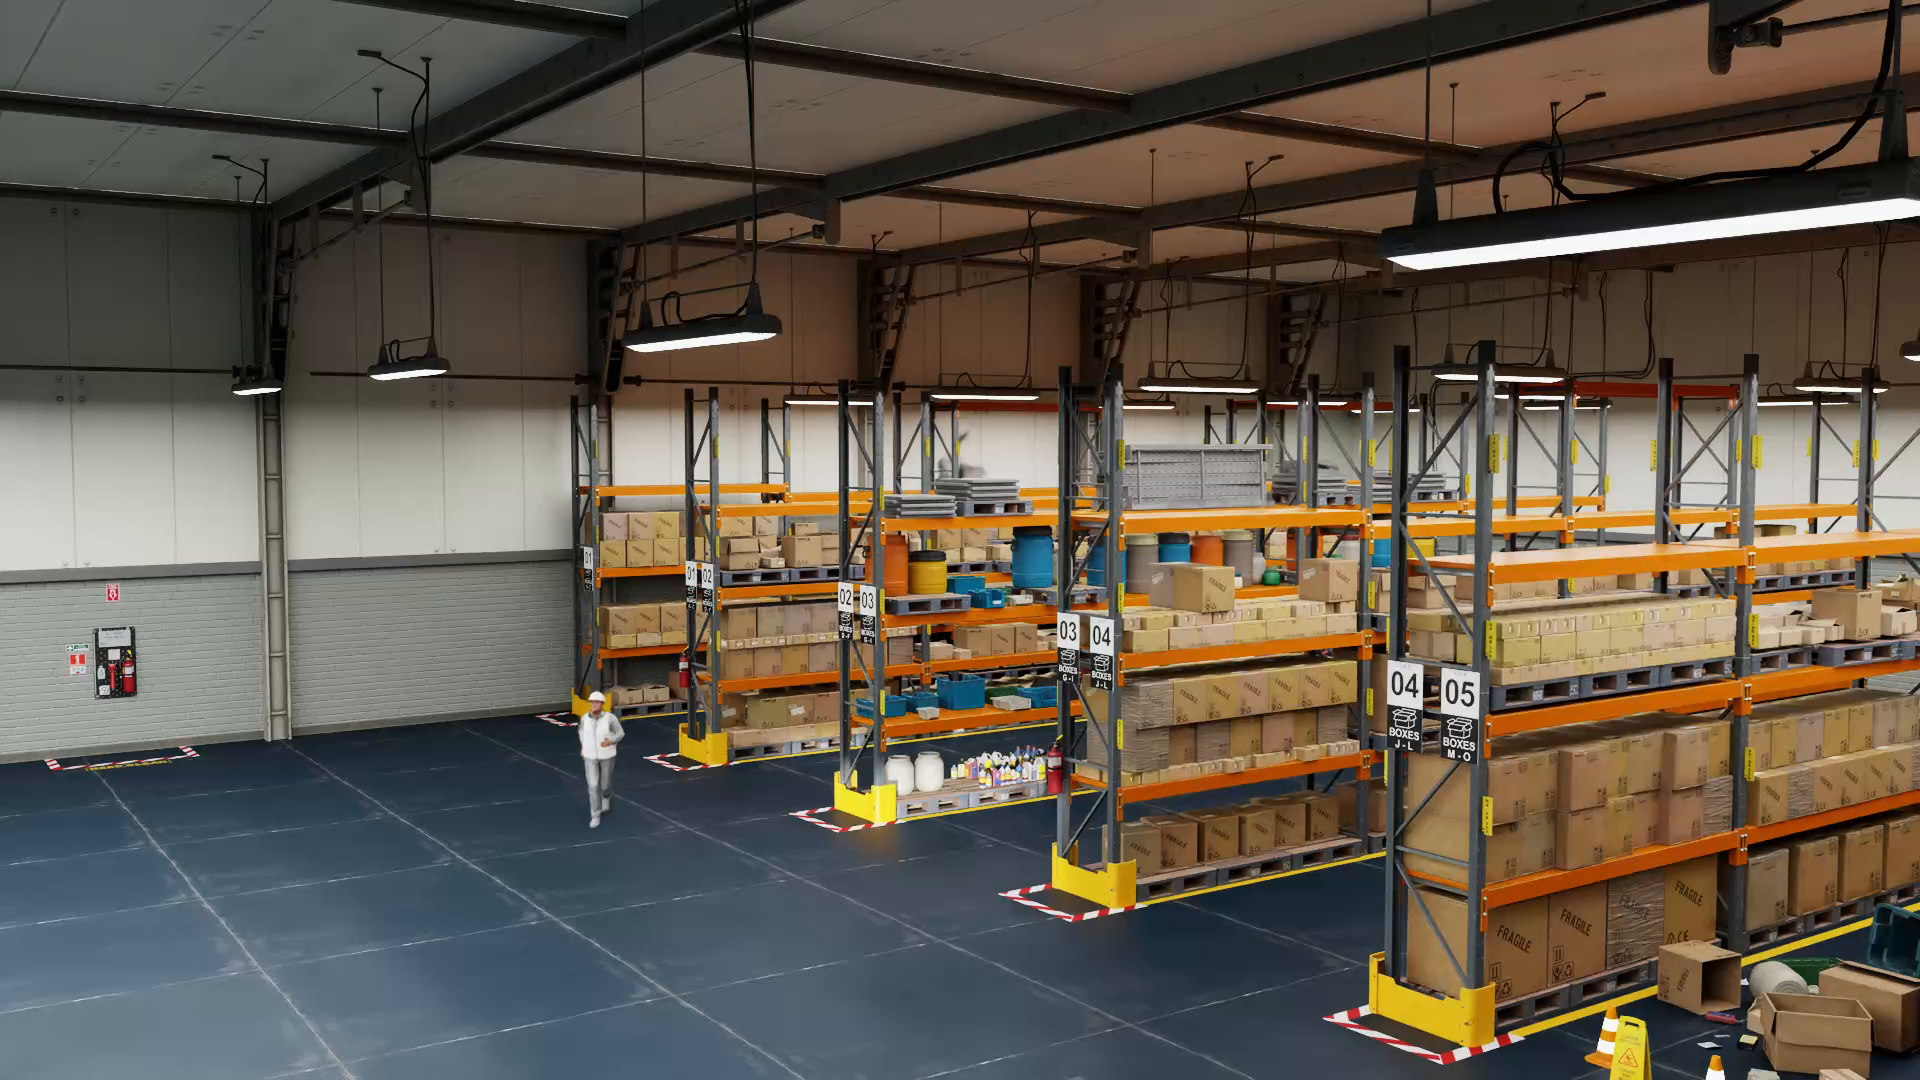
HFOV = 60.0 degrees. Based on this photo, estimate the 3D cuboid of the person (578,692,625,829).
[{"bbox_3d":[-4.861,2.933,22.489,0.649,1.782,0.852,0,3,-1],"label":"person"}]
